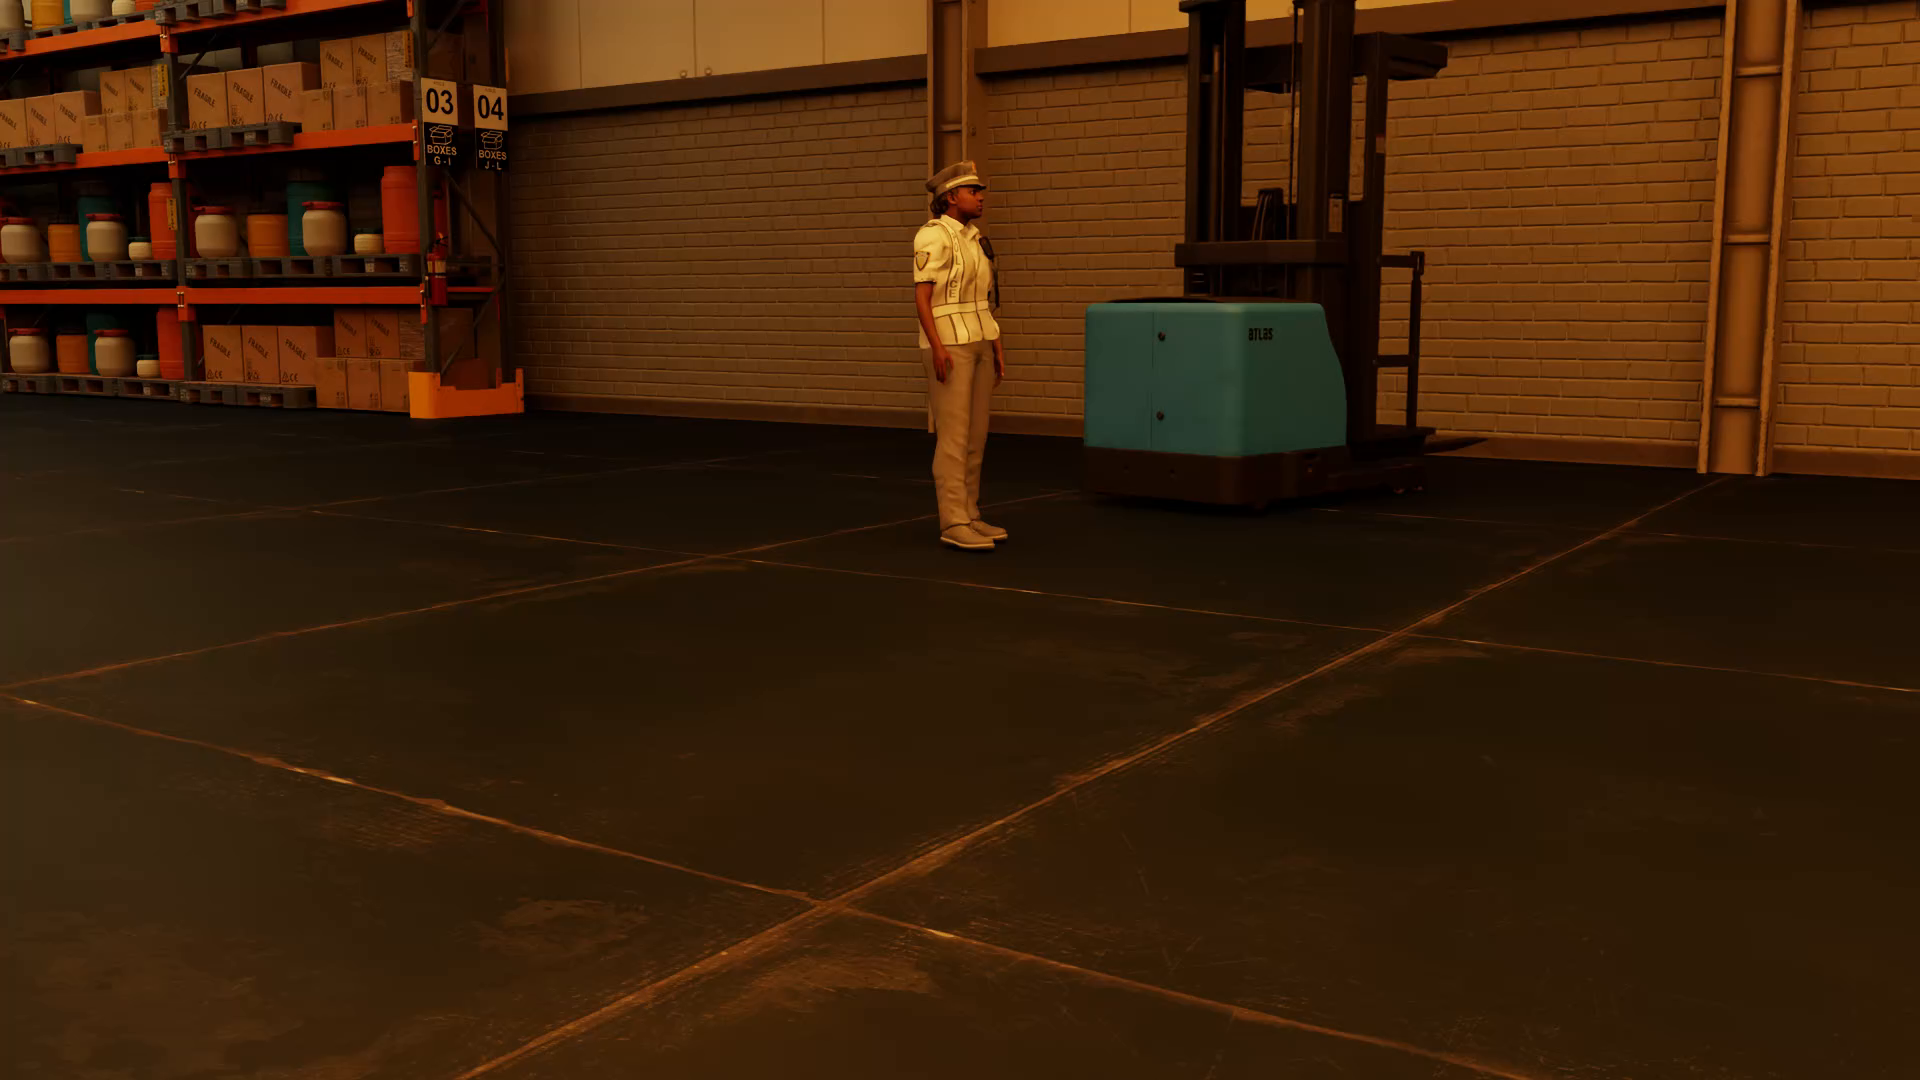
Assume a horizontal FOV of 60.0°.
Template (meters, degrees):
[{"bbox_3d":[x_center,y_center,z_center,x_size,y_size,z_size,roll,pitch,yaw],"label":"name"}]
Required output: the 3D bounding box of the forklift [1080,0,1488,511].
[{"bbox_3d":[2.044,-1.753,9.520,1.130,2.935,3.031,8,11,44],"label":"forklift"}]

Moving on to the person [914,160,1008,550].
[{"bbox_3d":[0.051,-0.838,7.425,0.528,1.695,0.569,5,10,34],"label":"person"}]
